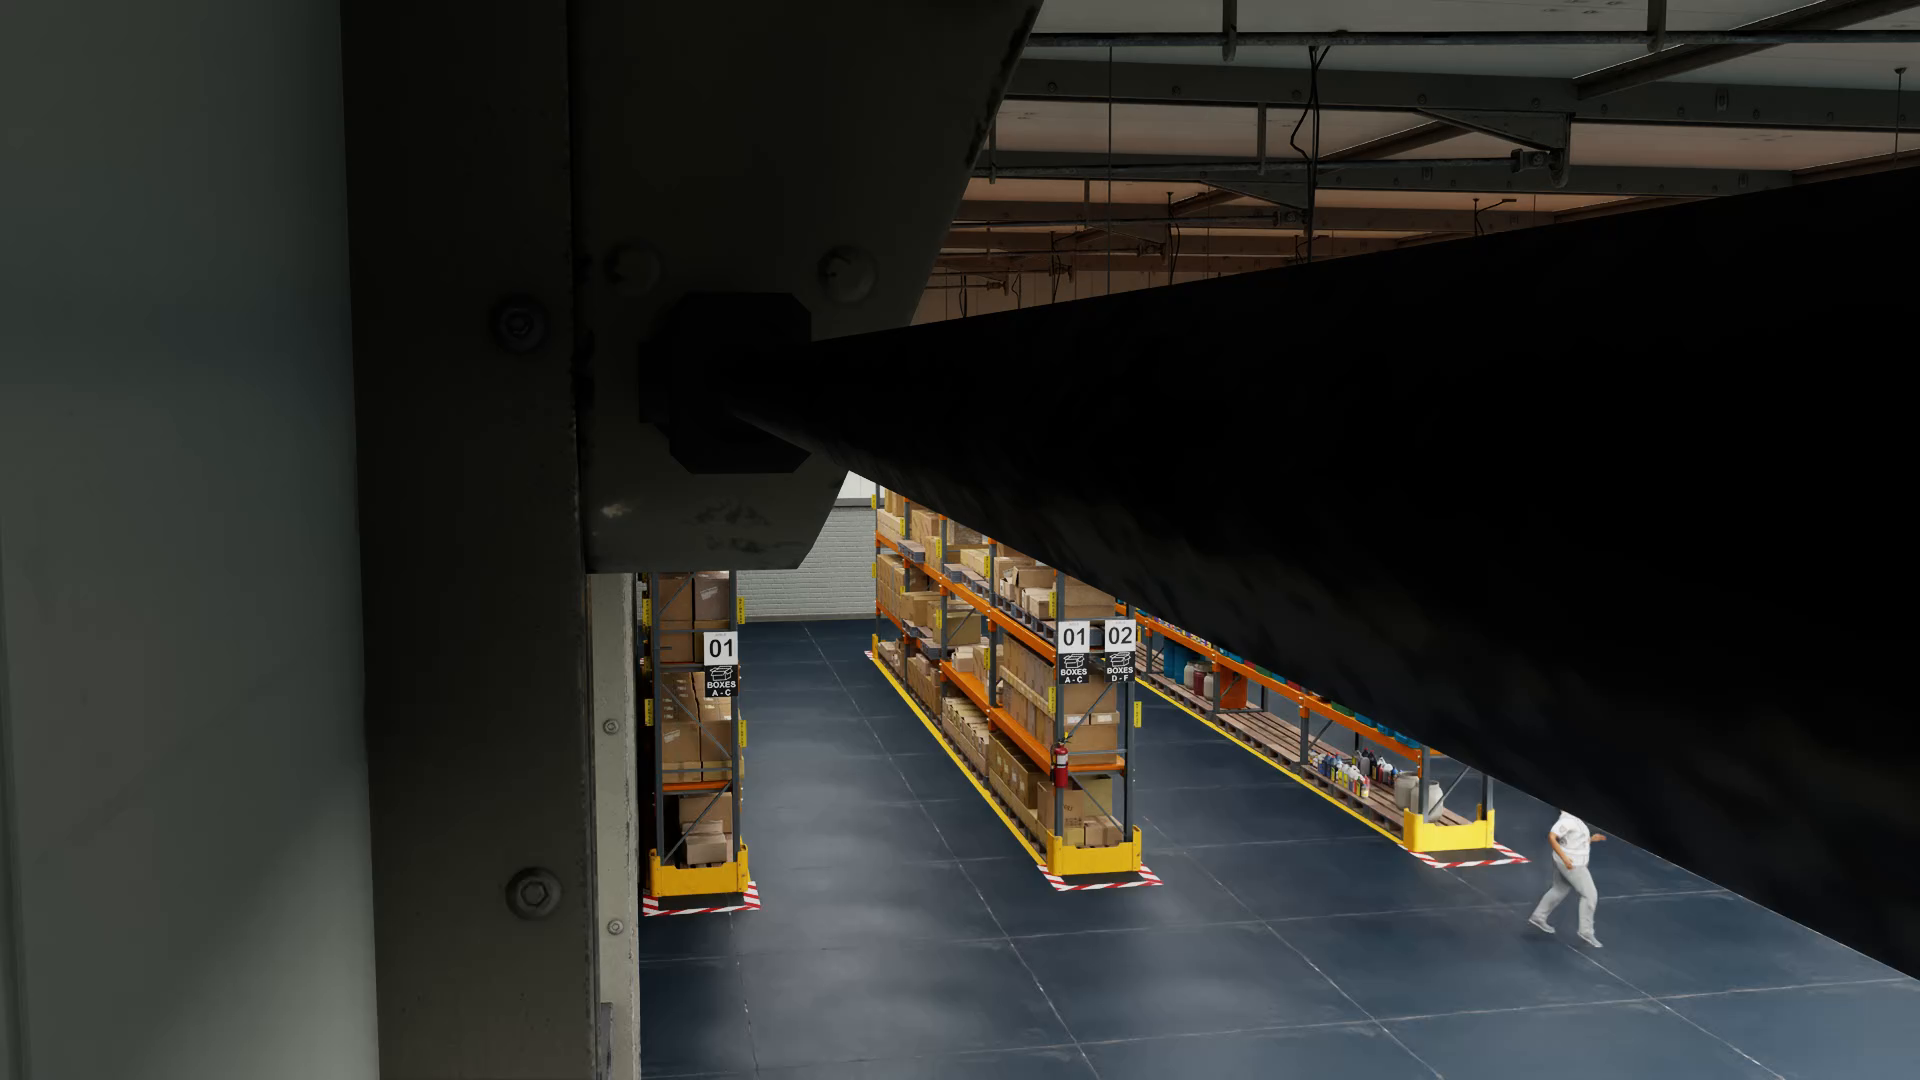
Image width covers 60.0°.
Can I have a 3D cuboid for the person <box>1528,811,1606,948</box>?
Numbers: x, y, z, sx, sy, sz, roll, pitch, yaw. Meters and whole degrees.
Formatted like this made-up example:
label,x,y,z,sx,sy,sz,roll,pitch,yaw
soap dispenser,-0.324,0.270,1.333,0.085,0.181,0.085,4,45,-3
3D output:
label,x,y,z,sx,sy,sz,roll,pitch,yaw
person,6.733,3.618,18.396,0.754,1.724,0.582,1,6,13
